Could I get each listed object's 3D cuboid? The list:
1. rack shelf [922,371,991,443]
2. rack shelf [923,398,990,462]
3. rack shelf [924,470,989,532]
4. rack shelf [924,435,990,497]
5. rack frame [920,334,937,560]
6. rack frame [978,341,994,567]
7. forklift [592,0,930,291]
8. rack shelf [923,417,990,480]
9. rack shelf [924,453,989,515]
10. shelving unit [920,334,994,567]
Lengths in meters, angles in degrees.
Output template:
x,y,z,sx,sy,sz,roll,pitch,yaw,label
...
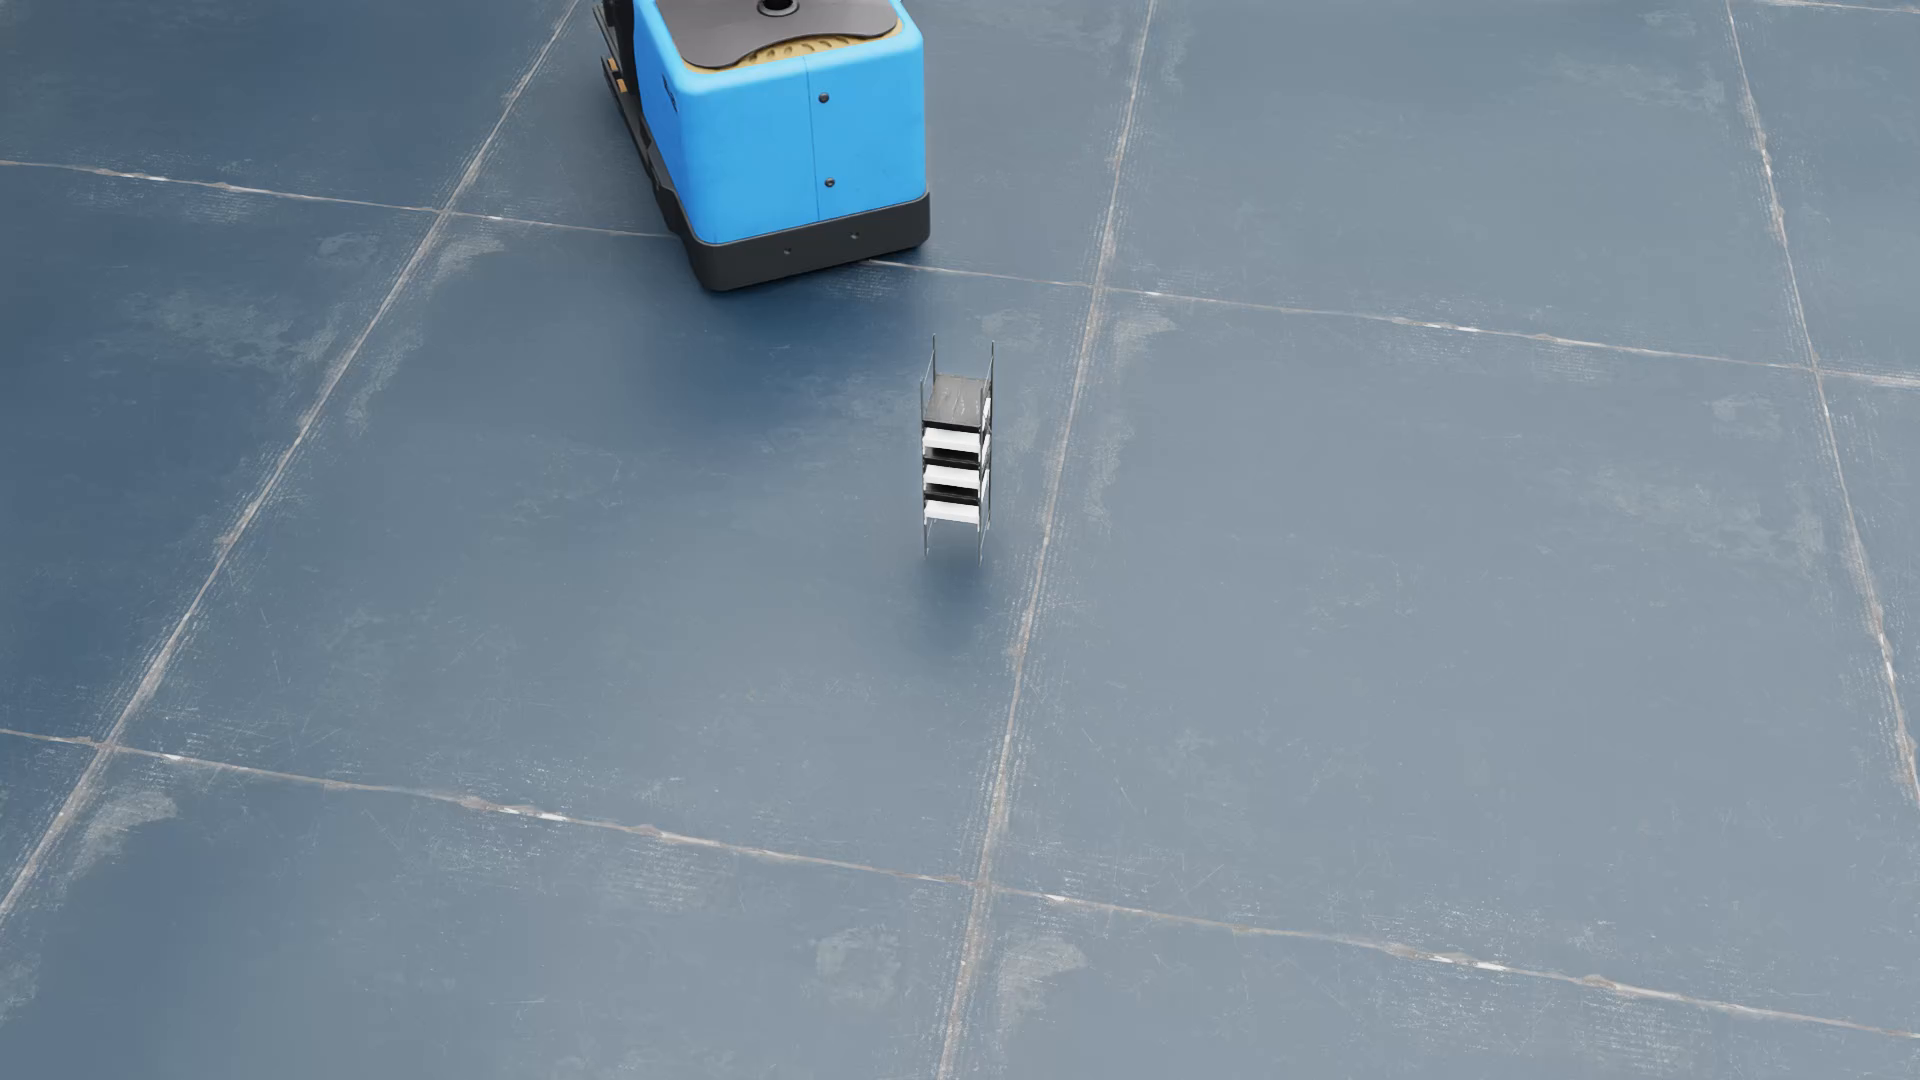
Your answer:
x,y,z,sx,sy,sz,roll,pitch,yaw,label
-0.008,-0.460,5.740,0.200,0.077,0.258,8,49,7,rack shelf
-0.008,-0.400,5.807,0.200,0.077,0.258,8,49,7,rack shelf
-0.008,-0.159,6.075,0.200,0.077,0.258,8,49,7,rack shelf
-0.008,-0.280,5.941,0.200,0.077,0.258,8,49,7,rack shelf
-0.108,-0.315,5.928,0.006,0.900,0.240,8,49,7,rack frame
0.092,-0.288,5.904,0.006,0.900,0.240,8,49,7,rack frame
-1.124,-3.166,7.125,1.130,2.935,3.031,-16,50,-14,forklift
-0.008,-0.340,5.874,0.200,0.077,0.258,8,49,7,rack shelf
-0.008,-0.219,6.008,0.200,0.077,0.258,8,49,7,rack shelf
-0.008,-0.302,5.916,0.210,0.900,0.258,8,49,7,shelving unit
